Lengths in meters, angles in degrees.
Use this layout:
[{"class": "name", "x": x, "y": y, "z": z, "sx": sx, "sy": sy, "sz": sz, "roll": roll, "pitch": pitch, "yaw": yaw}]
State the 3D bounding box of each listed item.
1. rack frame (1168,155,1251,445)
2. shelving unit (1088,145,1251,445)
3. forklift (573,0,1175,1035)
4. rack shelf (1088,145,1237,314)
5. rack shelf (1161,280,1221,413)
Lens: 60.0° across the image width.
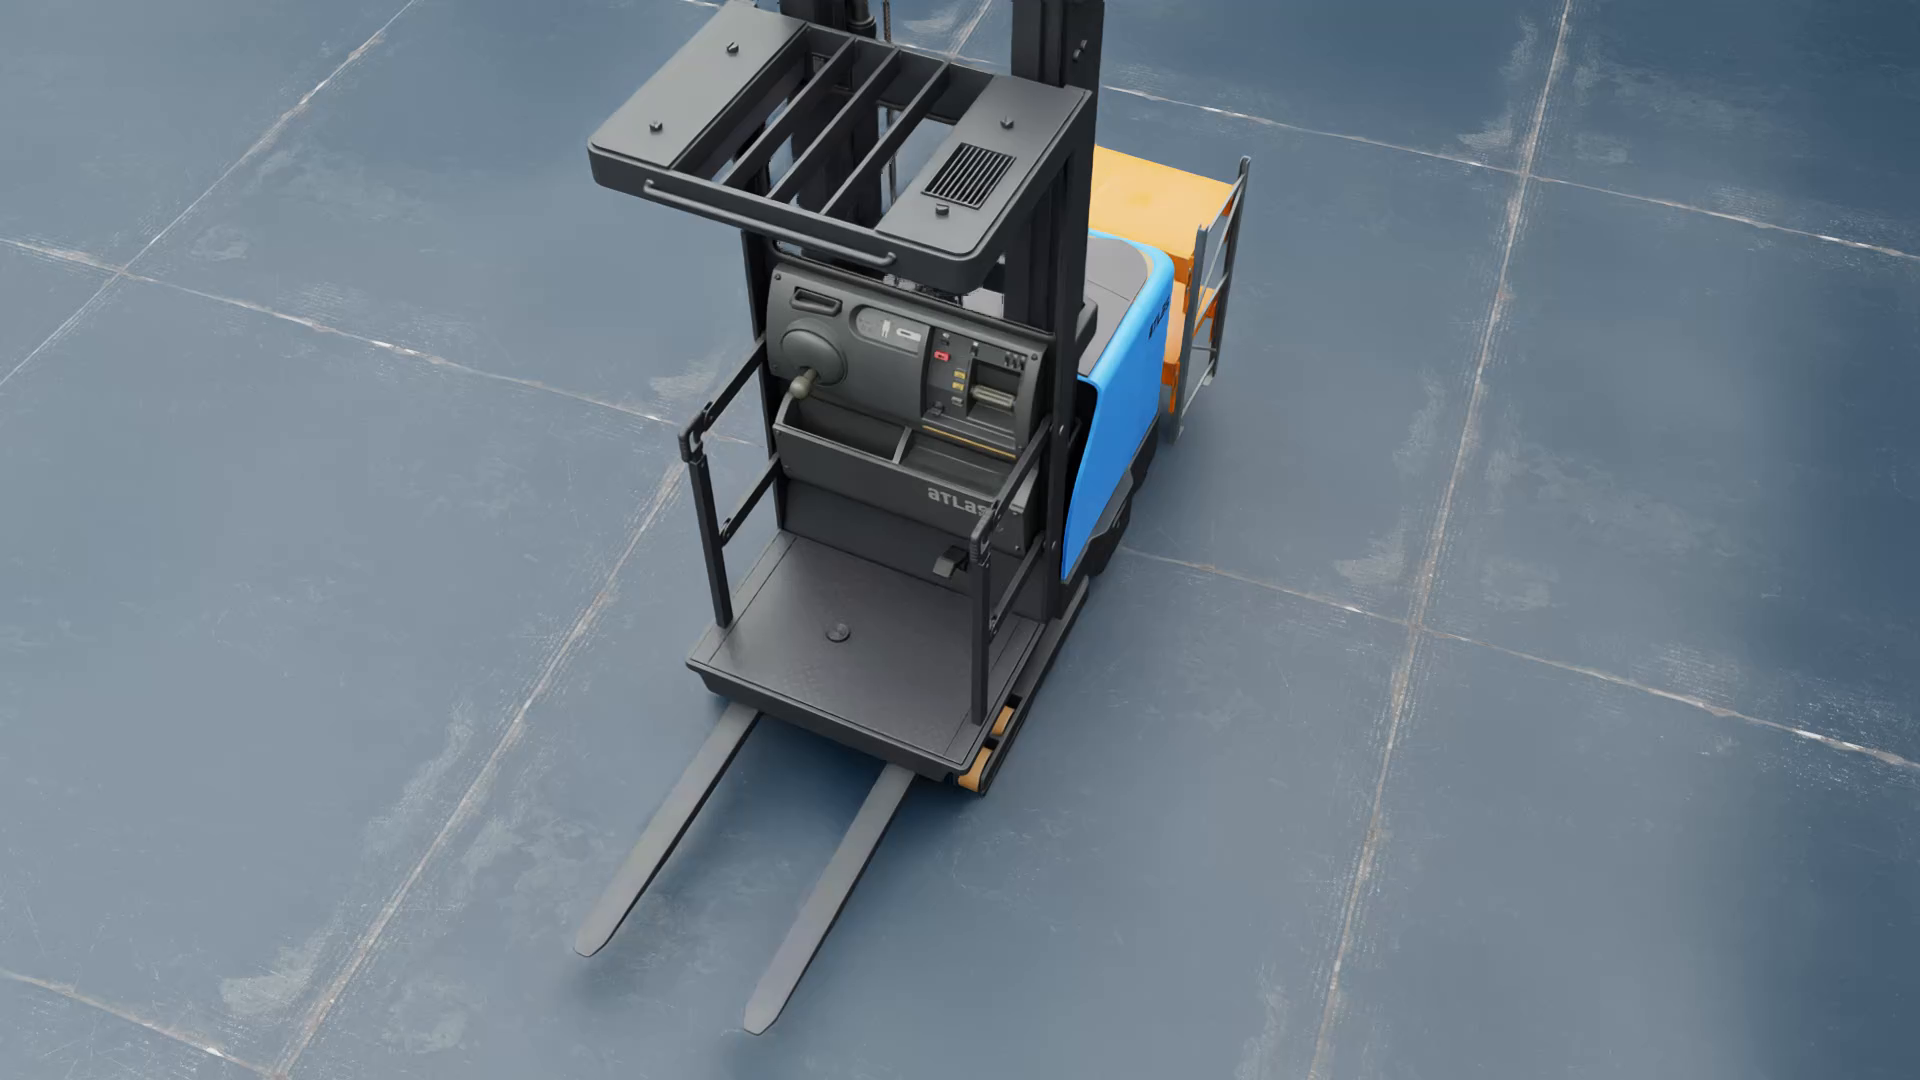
[{"class": "rack frame", "x": 0.997, "y": -0.941, "z": 6.687, "sx": 0.032, "sy": 1.125, "sz": 0.500, "roll": 21, "pitch": 52, "yaw": 17}, {"class": "shelving unit", "x": 0.541, "y": -1.112, "z": 6.835, "sx": 1.048, "sy": 1.125, "sz": 0.538, "roll": 21, "pitch": 52, "yaw": 17}, {"class": "forklift", "x": -0.273, "y": -0.460, "z": 5.076, "sx": 1.130, "sy": 2.935, "sz": 3.031, "roll": 19, "pitch": 52, "yaw": 16}, {"class": "rack shelf", "x": 0.542, "y": -1.304, "z": 6.614, "sx": 1.000, "sy": 0.278, "sz": 0.538, "roll": 21, "pitch": 52, "yaw": 17}, {"class": "rack shelf", "x": 0.541, "y": -0.952, "z": 7.020, "sx": 1.000, "sy": 0.278, "sz": 0.538, "roll": 21, "pitch": 52, "yaw": 17}]
